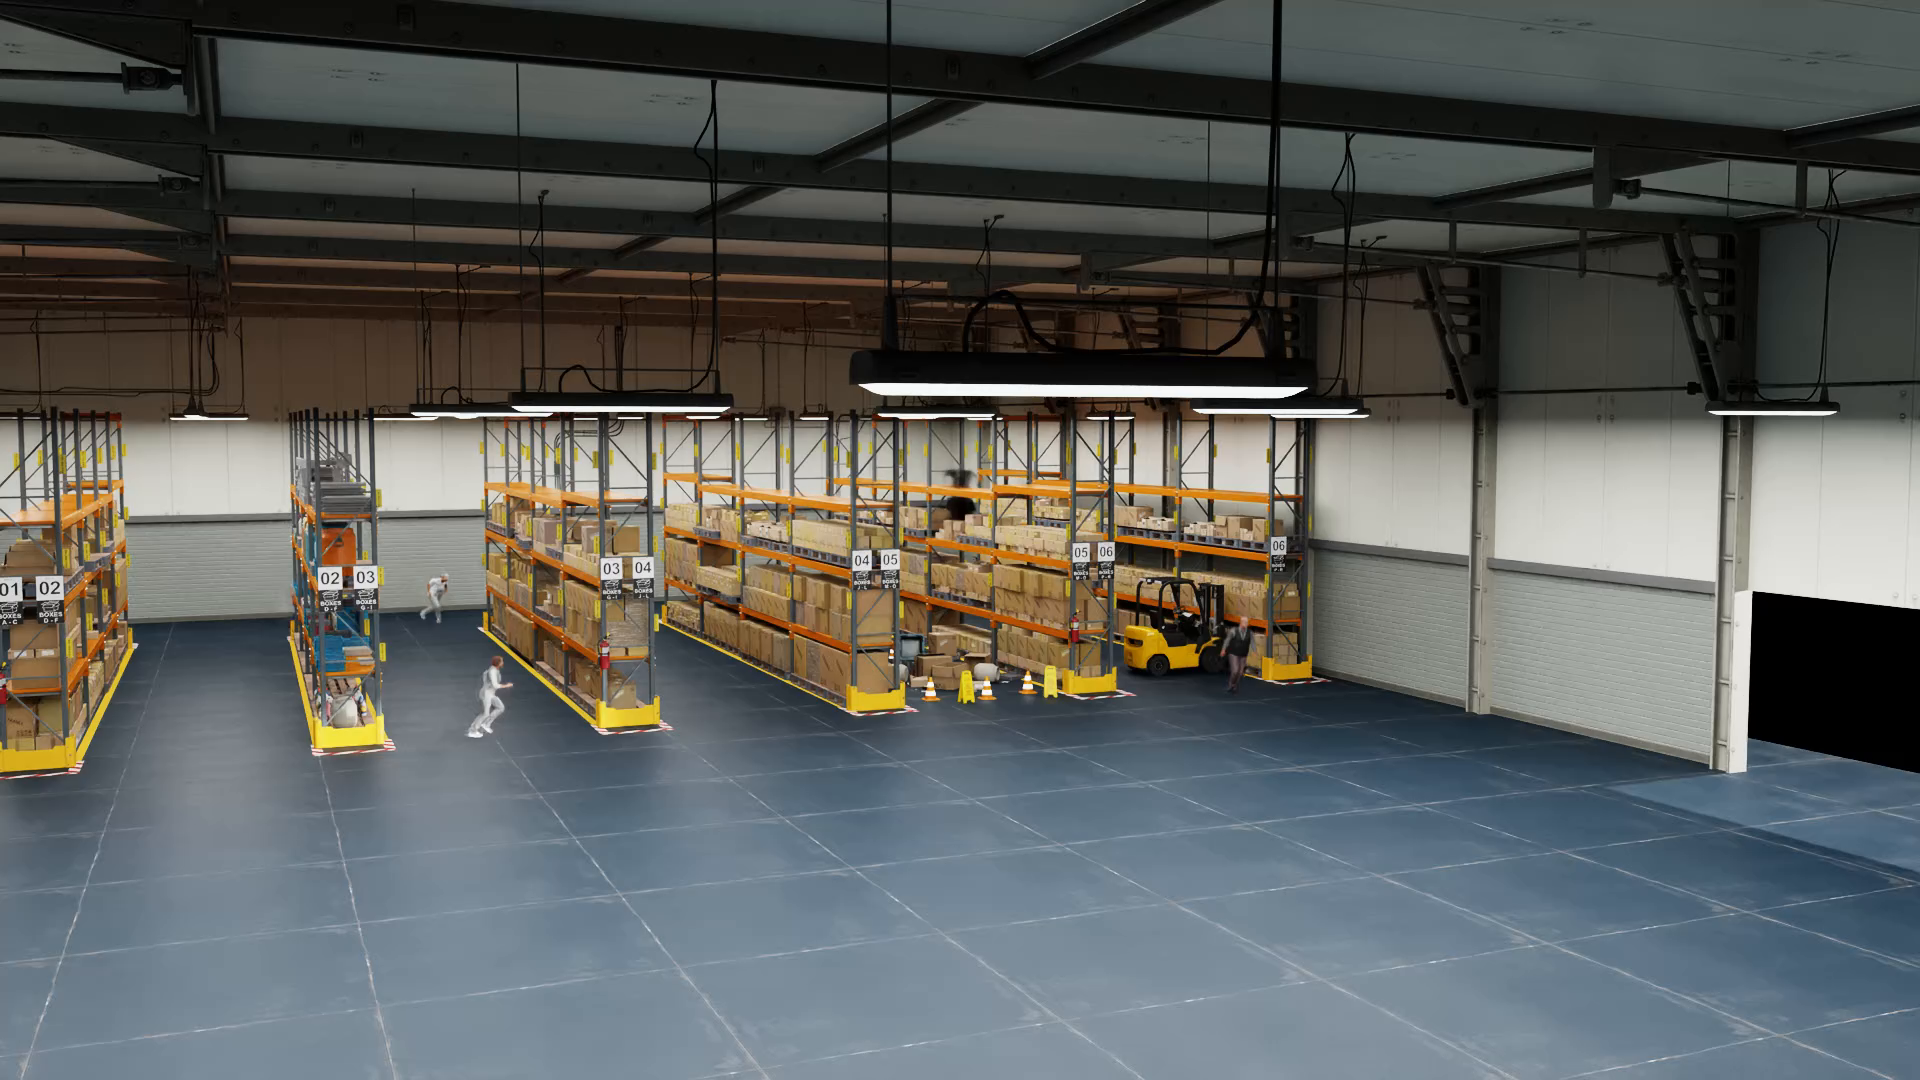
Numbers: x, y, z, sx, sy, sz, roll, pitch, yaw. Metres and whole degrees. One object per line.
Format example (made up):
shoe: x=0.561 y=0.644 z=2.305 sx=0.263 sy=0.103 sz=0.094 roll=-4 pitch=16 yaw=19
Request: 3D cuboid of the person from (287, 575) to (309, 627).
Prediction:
person: x=-18.408 y=1.701 z=46.583 sx=0.911 sy=1.528 sz=0.627 roll=0 pitch=4 yaw=0

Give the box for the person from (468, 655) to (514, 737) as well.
person: x=-8.568 y=2.851 z=30.369 sx=0.840 sy=1.488 sz=0.544 roll=-1 pitch=4 yaw=-7

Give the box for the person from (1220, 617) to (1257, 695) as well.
person: x=5.885 y=2.396 z=34.972 sx=0.641 sy=1.599 sz=0.718 roll=-1 pitch=4 yaw=-18

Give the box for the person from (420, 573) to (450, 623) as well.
person: x=-15.165 y=1.655 z=48.070 sx=1.138 sy=1.466 sz=0.601 roll=3 pitch=5 yaw=34
